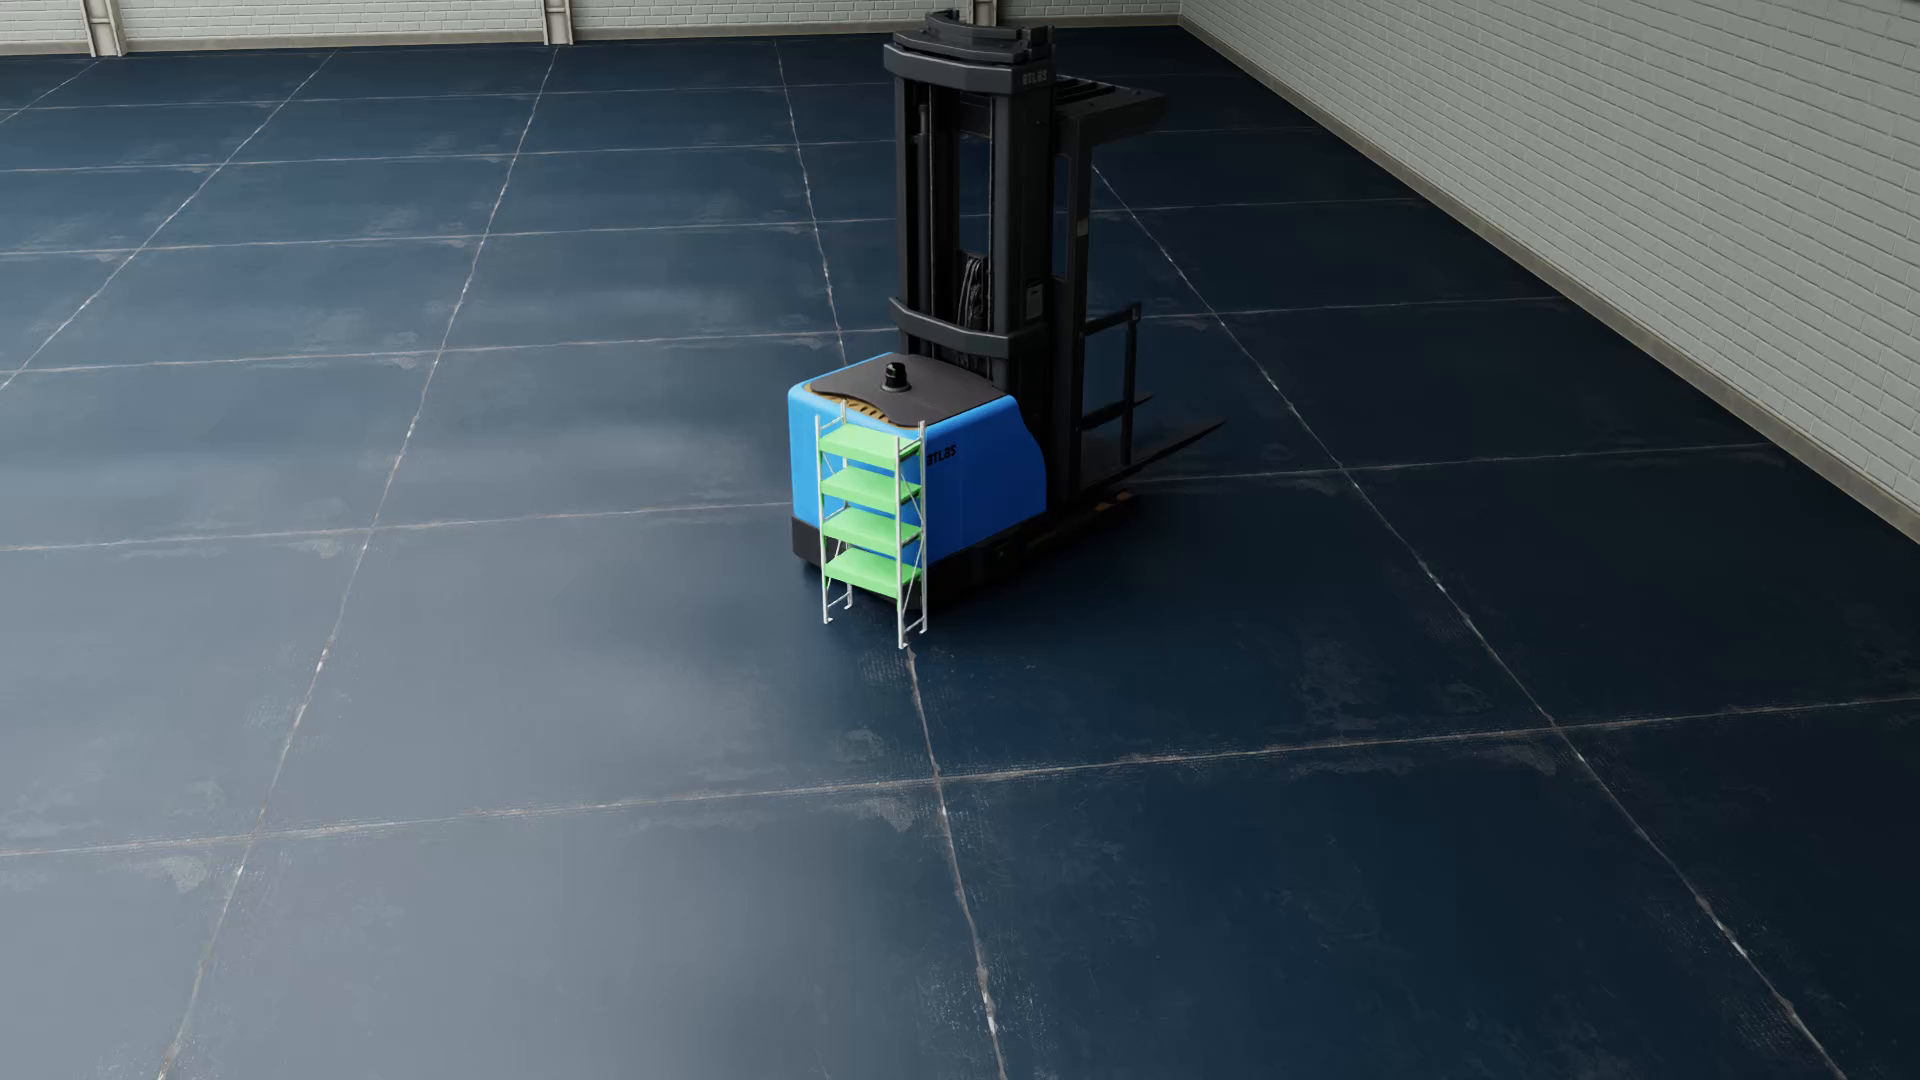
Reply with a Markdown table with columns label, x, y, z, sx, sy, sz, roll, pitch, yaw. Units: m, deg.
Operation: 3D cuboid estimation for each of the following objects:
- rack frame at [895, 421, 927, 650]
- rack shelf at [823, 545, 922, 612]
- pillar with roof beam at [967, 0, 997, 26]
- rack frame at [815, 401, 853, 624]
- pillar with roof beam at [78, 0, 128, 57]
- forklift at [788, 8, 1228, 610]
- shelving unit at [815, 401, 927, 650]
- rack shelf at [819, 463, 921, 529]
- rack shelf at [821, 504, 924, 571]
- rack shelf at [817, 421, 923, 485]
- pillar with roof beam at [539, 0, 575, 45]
| label | x | y | z | sx | sy | sz | roll | pitch | yaw |
| --- | --- | --- | --- | --- | --- | --- | --- | --- | --- |
| rack frame | -0.246 | -0.011 | 8.457 | 0.015 | 1.200 | 0.240 | 17 | 32 | 29 |
| rack shelf | -0.450 | 0.198 | 8.715 | 0.480 | 0.148 | 0.258 | 17 | 32 | 29 |
| pillar with roof beam | 0.913 | -9.435 | 18.280 | 0.400 | 9.000 | 9.100 | -4 | 27 | -7 |
| rack frame | -0.655 | -0.133 | 8.694 | 0.015 | 1.200 | 0.240 | 17 | 32 | 29 |
| pillar with roof beam | -10.970 | -8.671 | 16.793 | 0.400 | 9.000 | 9.100 | -4 | 27 | -7 |
| forklift | 0.441 | -1.507 | 9.477 | 1.130 | 2.935 | 3.031 | 24 | 36 | 39 |
| shelving unit | -0.450 | -0.072 | 8.576 | 0.503 | 1.200 | 0.258 | 17 | 32 | 29 |
| rack shelf | -0.451 | -0.229 | 8.495 | 0.480 | 0.148 | 0.258 | 17 | 32 | 29 |
| rack shelf | -0.450 | -0.015 | 8.605 | 0.480 | 0.148 | 0.258 | 17 | 32 | 29 |
| rack shelf | -0.451 | -0.442 | 8.386 | 0.480 | 0.148 | 0.258 | 17 | 32 | 29 |
| pillar with roof beam | -5.029 | -9.053 | 17.536 | 0.400 | 9.000 | 9.100 | -4 | 27 | -7 |
